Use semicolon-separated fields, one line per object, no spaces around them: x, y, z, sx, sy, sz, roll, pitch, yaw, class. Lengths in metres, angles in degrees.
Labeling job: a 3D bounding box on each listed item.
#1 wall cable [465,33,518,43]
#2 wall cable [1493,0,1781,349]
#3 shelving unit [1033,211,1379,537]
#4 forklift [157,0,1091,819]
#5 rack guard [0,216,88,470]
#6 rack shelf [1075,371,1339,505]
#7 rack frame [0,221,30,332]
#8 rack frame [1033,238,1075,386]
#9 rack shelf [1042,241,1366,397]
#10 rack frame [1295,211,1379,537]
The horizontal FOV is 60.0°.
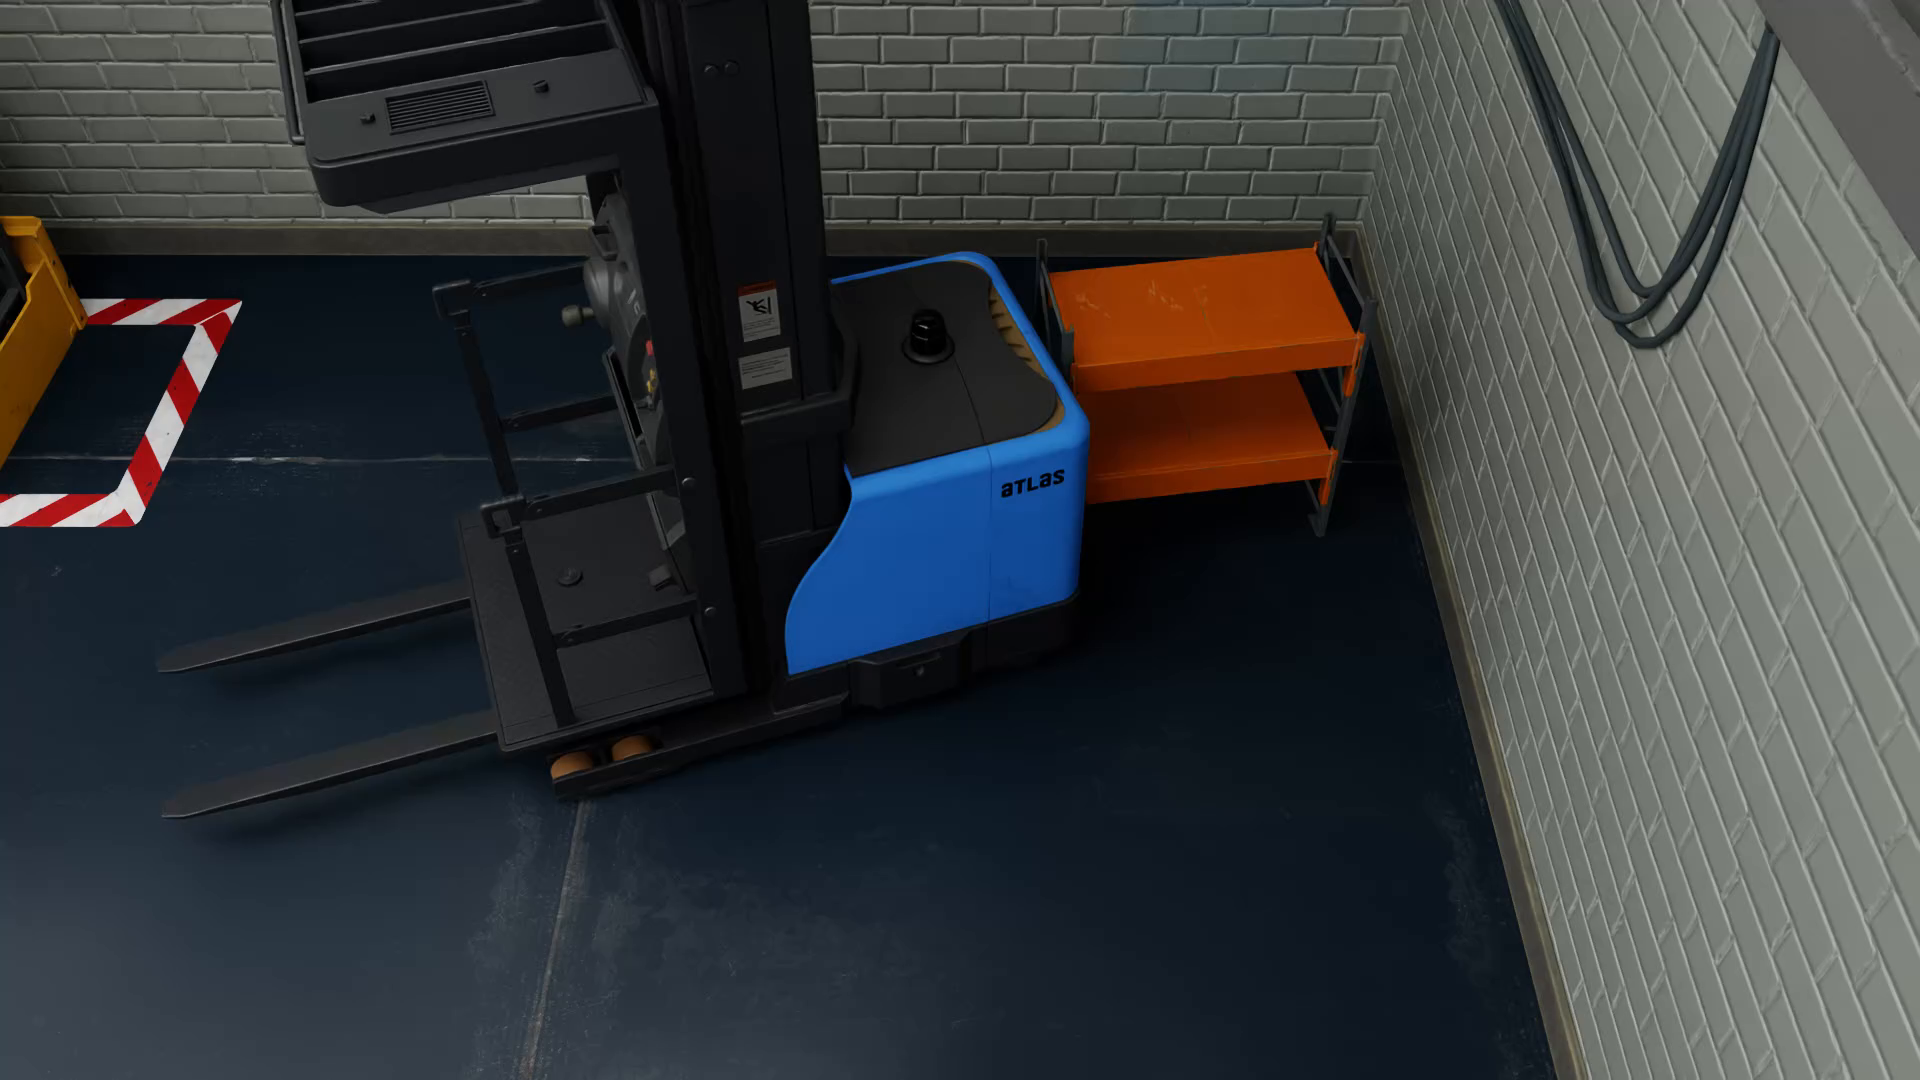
-2.651;-2.614;5.940;1.851;1.984;0.084;0;47;0;wall cable
1.720;-2.288;4.353;0.112;2.526;3.097;0;47;0;wall cable
0.817;-0.520;5.966;1.048;1.125;0.538;-6;47;-6;shelving unit
-1.153;-0.587;4.794;3.031;2.935;1.130;-15;49;-13;forklift
-3.911;-0.727;6.585;0.348;0.500;1.175;0;47;0;rack guard
0.817;-0.353;6.145;1.000;0.278;0.538;-6;47;-6;rack shelf
-3.935;-1.579;5.670;0.127;3.000;1.000;0;47;0;rack frame
0.315;-0.463;5.913;0.032;1.125;0.500;-6;47;-6;rack frame
0.817;-0.719;5.751;1.000;0.278;0.538;-6;47;-6;rack shelf
1.320;-0.577;6.019;0.032;1.125;0.500;-6;47;-6;rack frame
